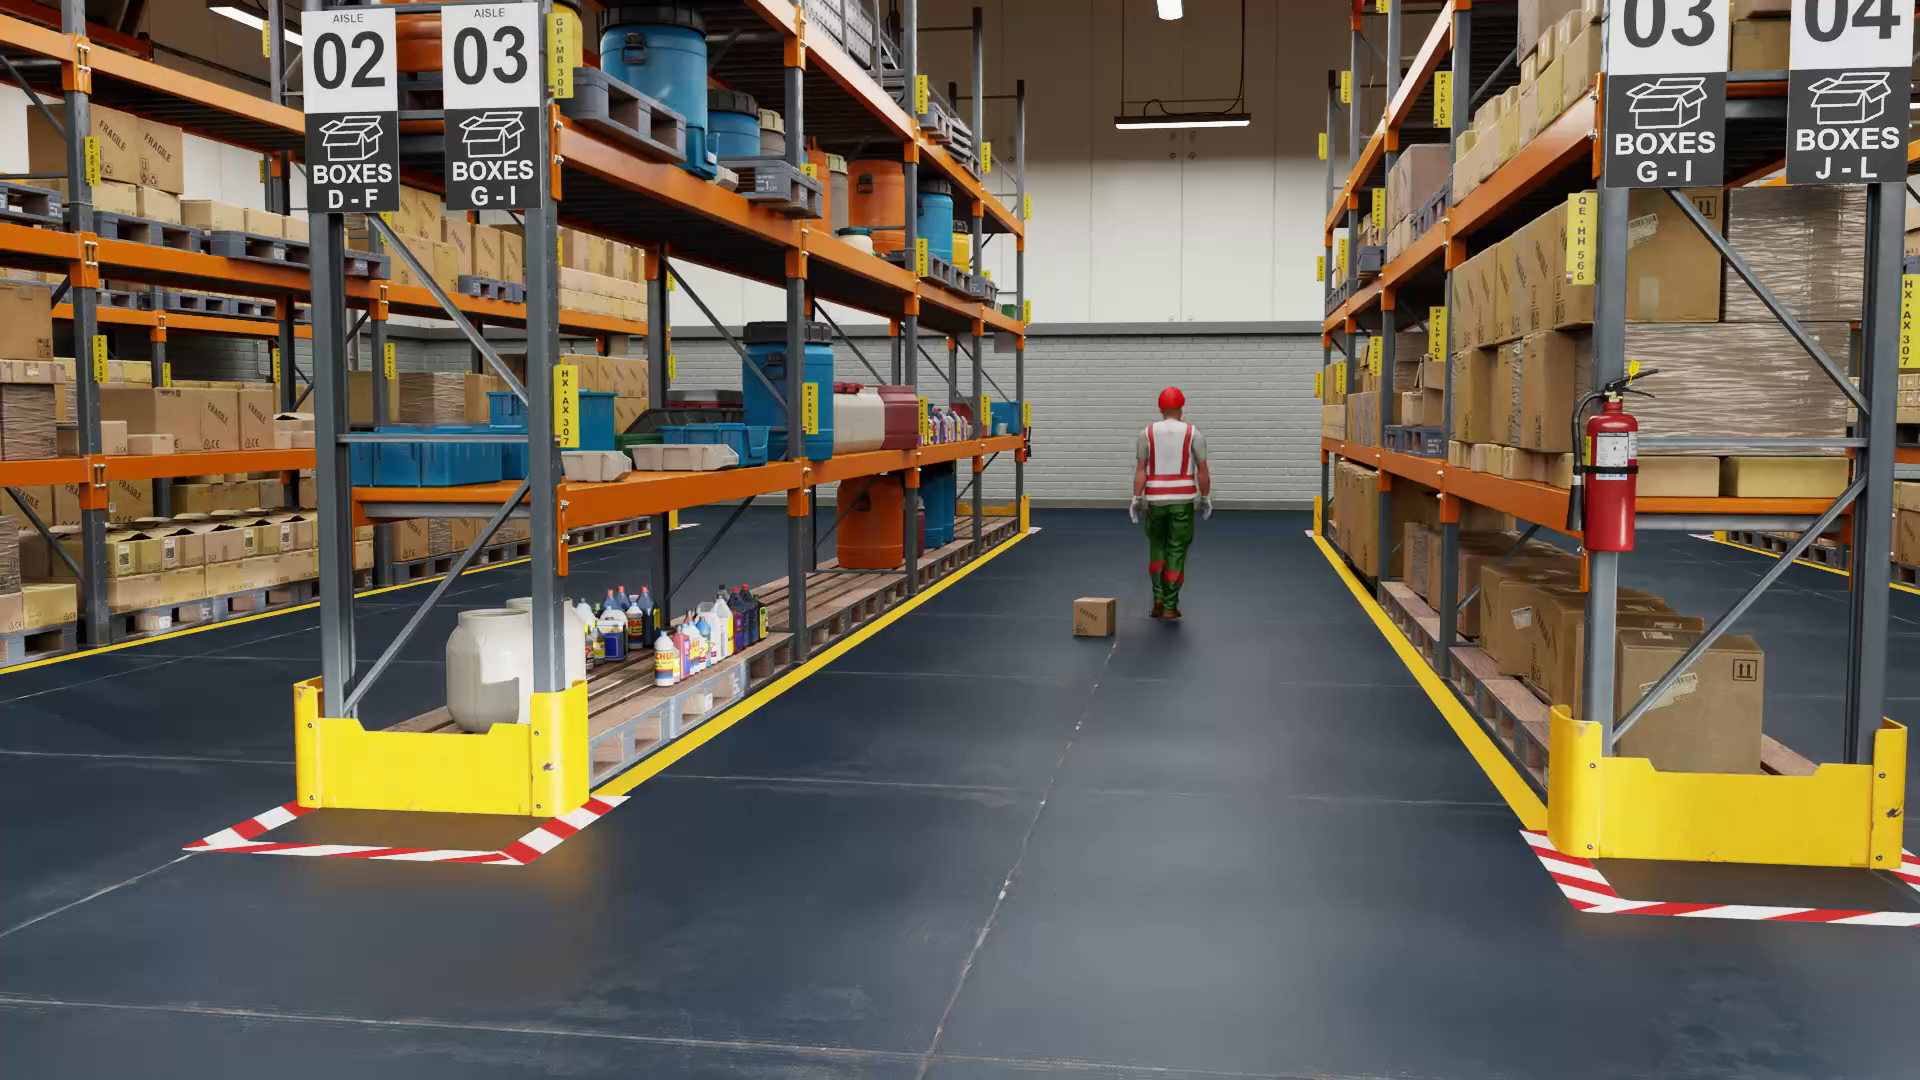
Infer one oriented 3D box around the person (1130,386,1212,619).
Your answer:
[{"bbox_3d":[1.635,-0.268,12.872,0.598,1.835,0.537,1,5,18],"label":"person"}]
